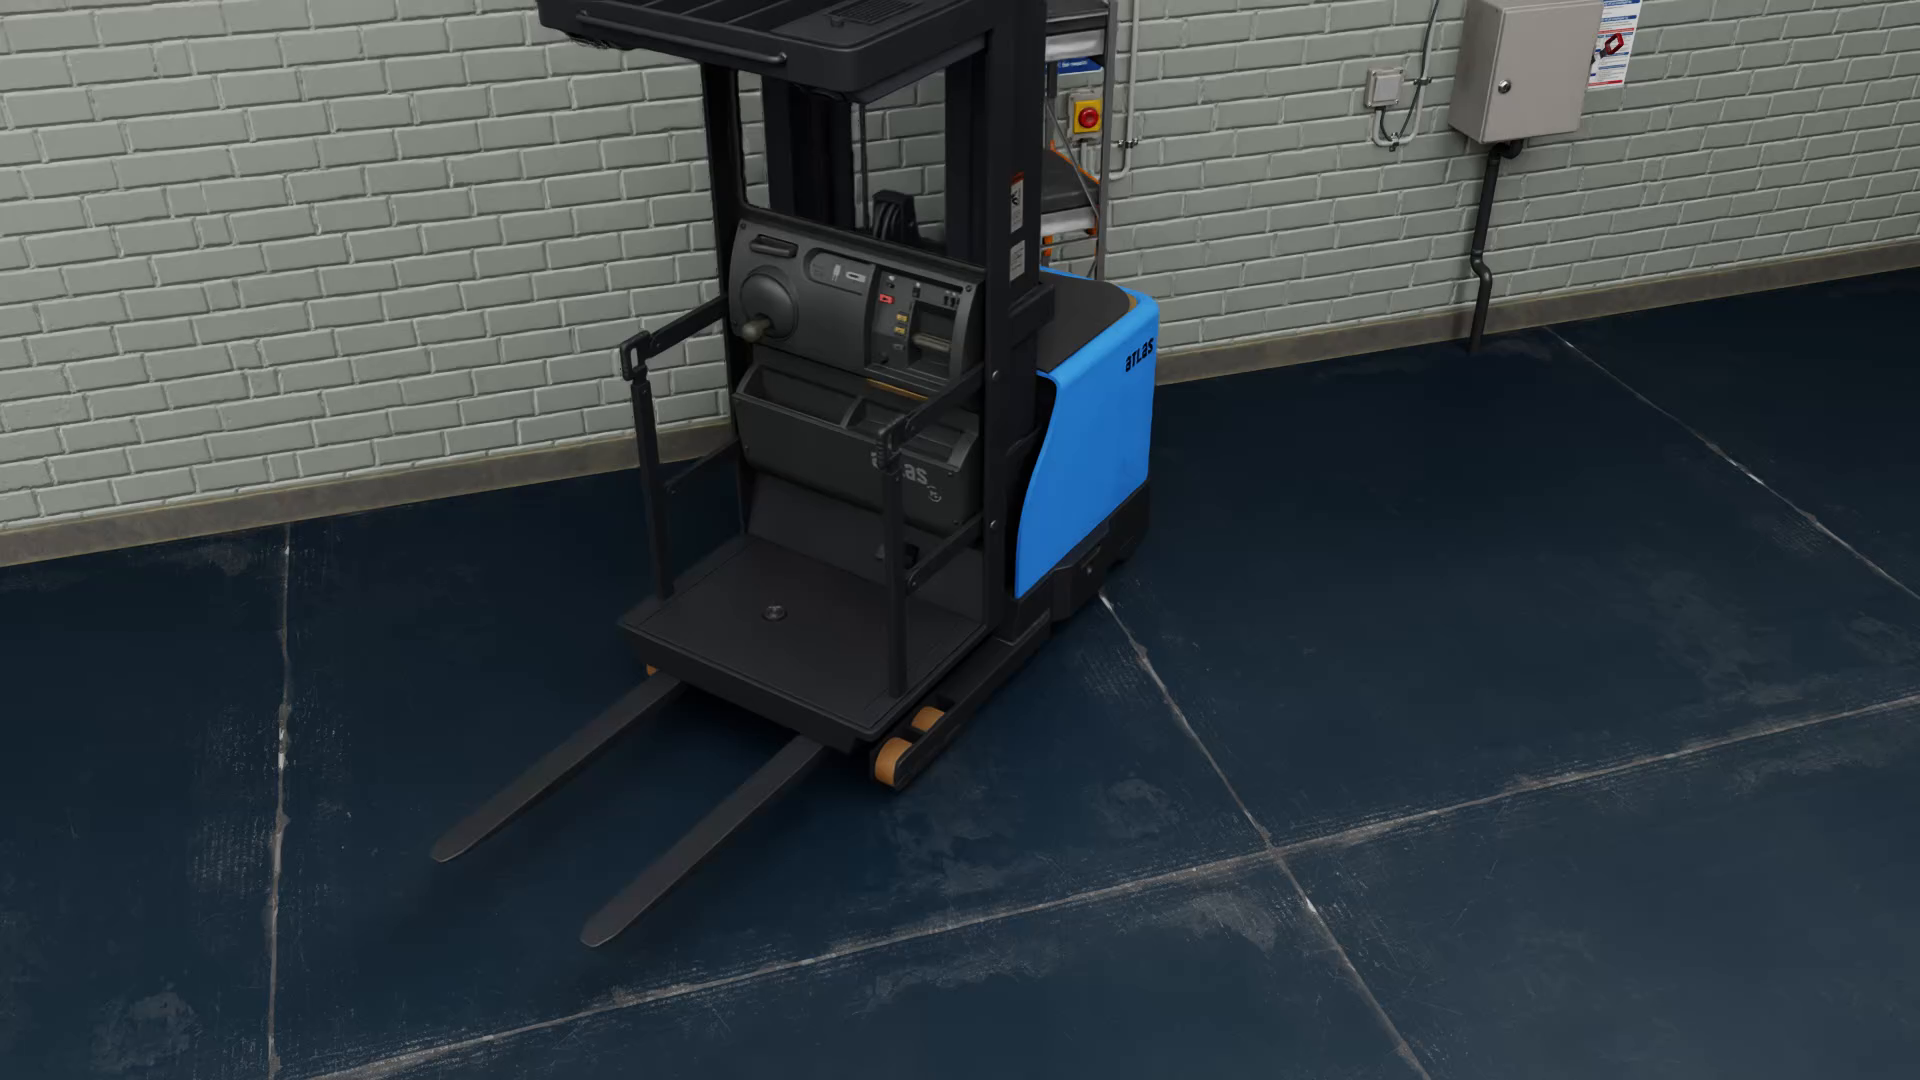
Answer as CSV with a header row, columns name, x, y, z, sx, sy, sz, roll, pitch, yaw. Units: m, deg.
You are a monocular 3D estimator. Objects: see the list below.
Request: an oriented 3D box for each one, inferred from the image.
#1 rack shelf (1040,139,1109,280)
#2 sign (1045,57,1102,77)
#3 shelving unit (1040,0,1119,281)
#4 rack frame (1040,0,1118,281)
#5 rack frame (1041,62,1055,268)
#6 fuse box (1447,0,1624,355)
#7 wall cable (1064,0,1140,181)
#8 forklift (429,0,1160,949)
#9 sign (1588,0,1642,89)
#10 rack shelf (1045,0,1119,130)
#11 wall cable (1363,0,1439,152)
name,x,y,z,sx,sy,sz,roll,pitch,yaw
rack shelf,0.302,-1.286,6.816,0.431,0.518,0.480,-14,36,-20
sign,0.436,-2.020,6.841,0.327,0.218,0.001,-10,35,-15
shelving unit,0.302,-1.297,6.808,0.431,2.100,0.503,-14,36,-20
rack frame,0.401,-1.174,6.622,0.400,2.100,0.015,-14,36,-20
rack frame,0.203,-1.420,6.994,0.400,2.100,0.015,-14,36,-20
fuse box,2.546,-1.622,7.653,0.539,1.711,0.414,-10,35,-15
wall cable,0.501,-2.320,6.591,0.585,1.953,0.123,-10,35,-15
forklift,-0.469,-0.700,5.150,1.130,2.935,3.031,20,38,27
sign,2.953,-2.312,7.614,0.329,0.494,0.001,-10,35,-15
rack shelf,0.302,-1.870,6.430,0.431,0.518,0.480,-14,36,-20
wall cable,1.848,-2.552,6.969,0.588,1.984,0.122,-10,35,-15
